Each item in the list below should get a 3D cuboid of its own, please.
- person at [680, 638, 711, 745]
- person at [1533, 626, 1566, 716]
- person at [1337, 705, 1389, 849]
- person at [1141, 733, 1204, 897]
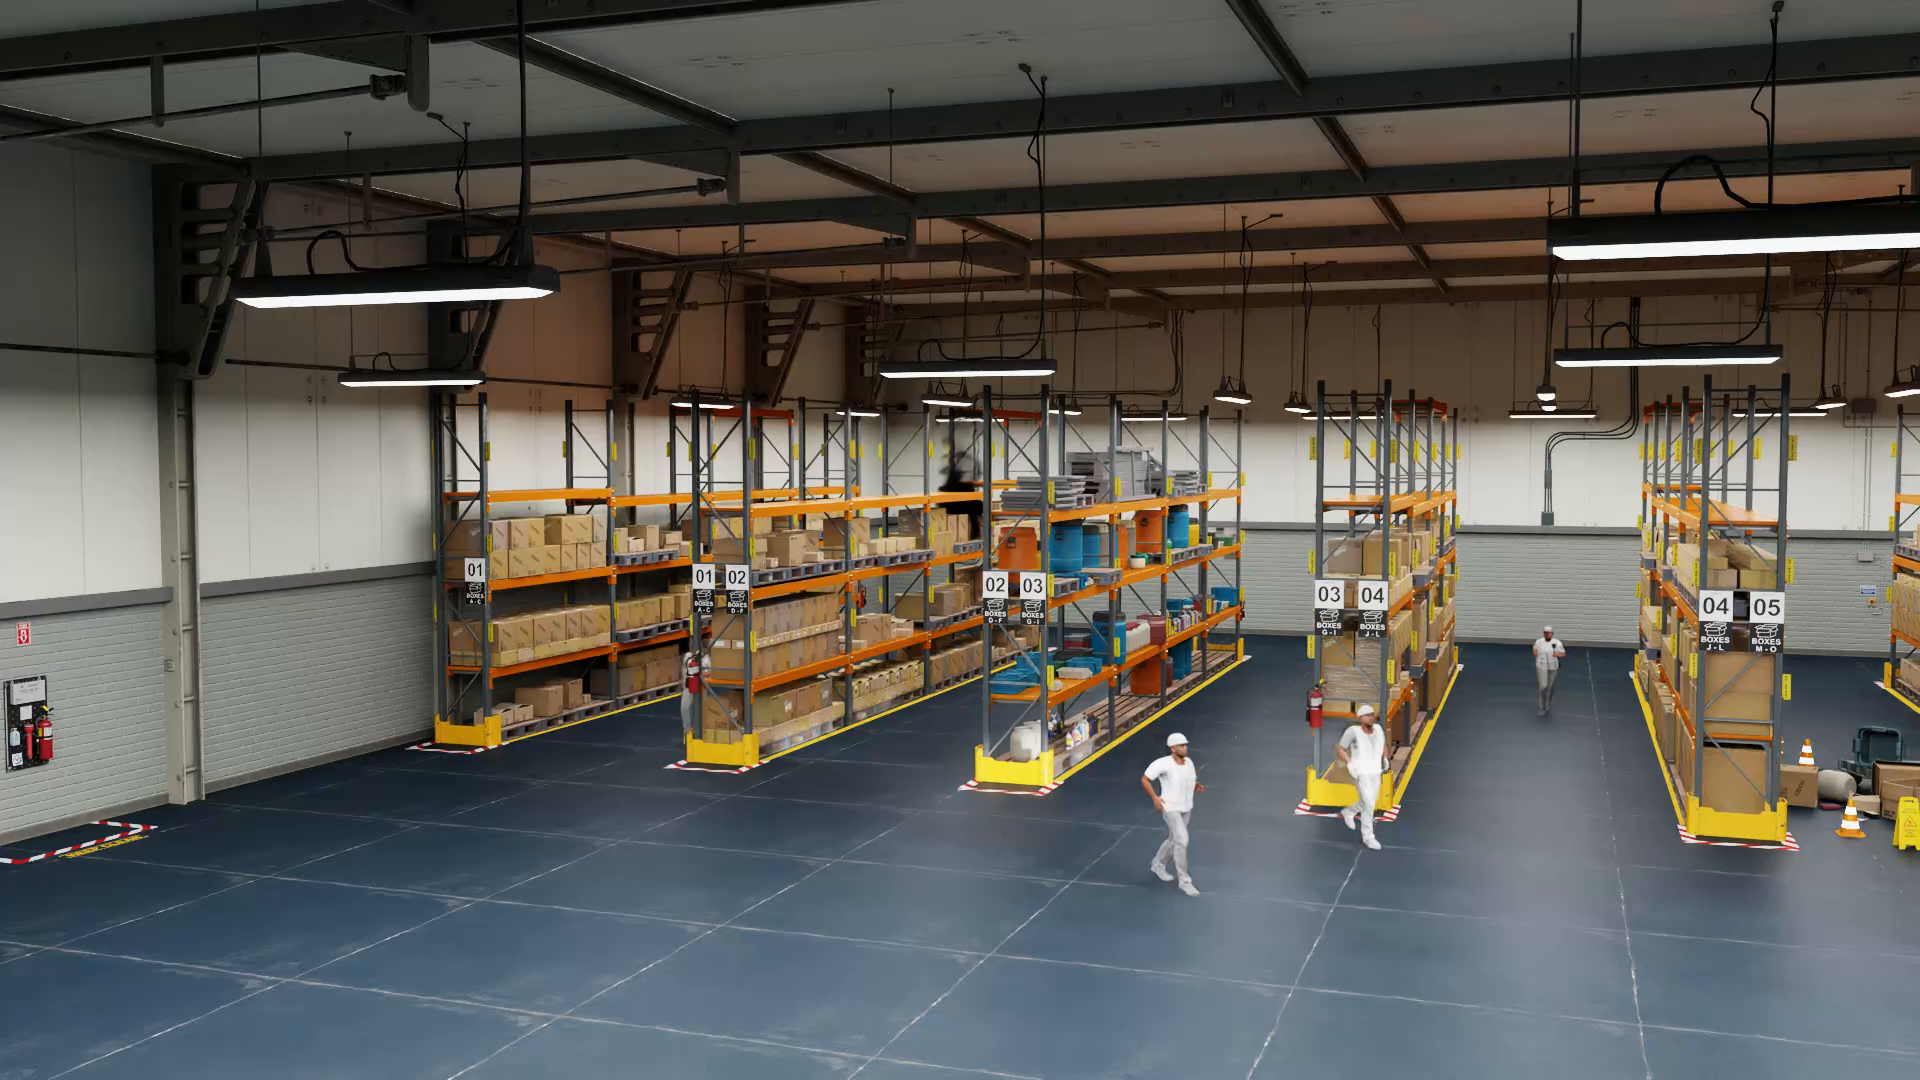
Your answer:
[{"bbox_3d":[-4.554,2.596,28.672,0.629,1.846,0.878,1,3,14],"label":"person"},{"bbox_3d":[11.229,2.504,31.696,0.574,1.737,0.730,1,3,16],"label":"person"},{"bbox_3d":[5.151,2.985,21.296,0.678,1.795,0.818,-1,3,-23],"label":"person"},{"bbox_3d":[2.476,3.090,18.975,0.687,1.793,0.827,-3,4,-43],"label":"person"}]
